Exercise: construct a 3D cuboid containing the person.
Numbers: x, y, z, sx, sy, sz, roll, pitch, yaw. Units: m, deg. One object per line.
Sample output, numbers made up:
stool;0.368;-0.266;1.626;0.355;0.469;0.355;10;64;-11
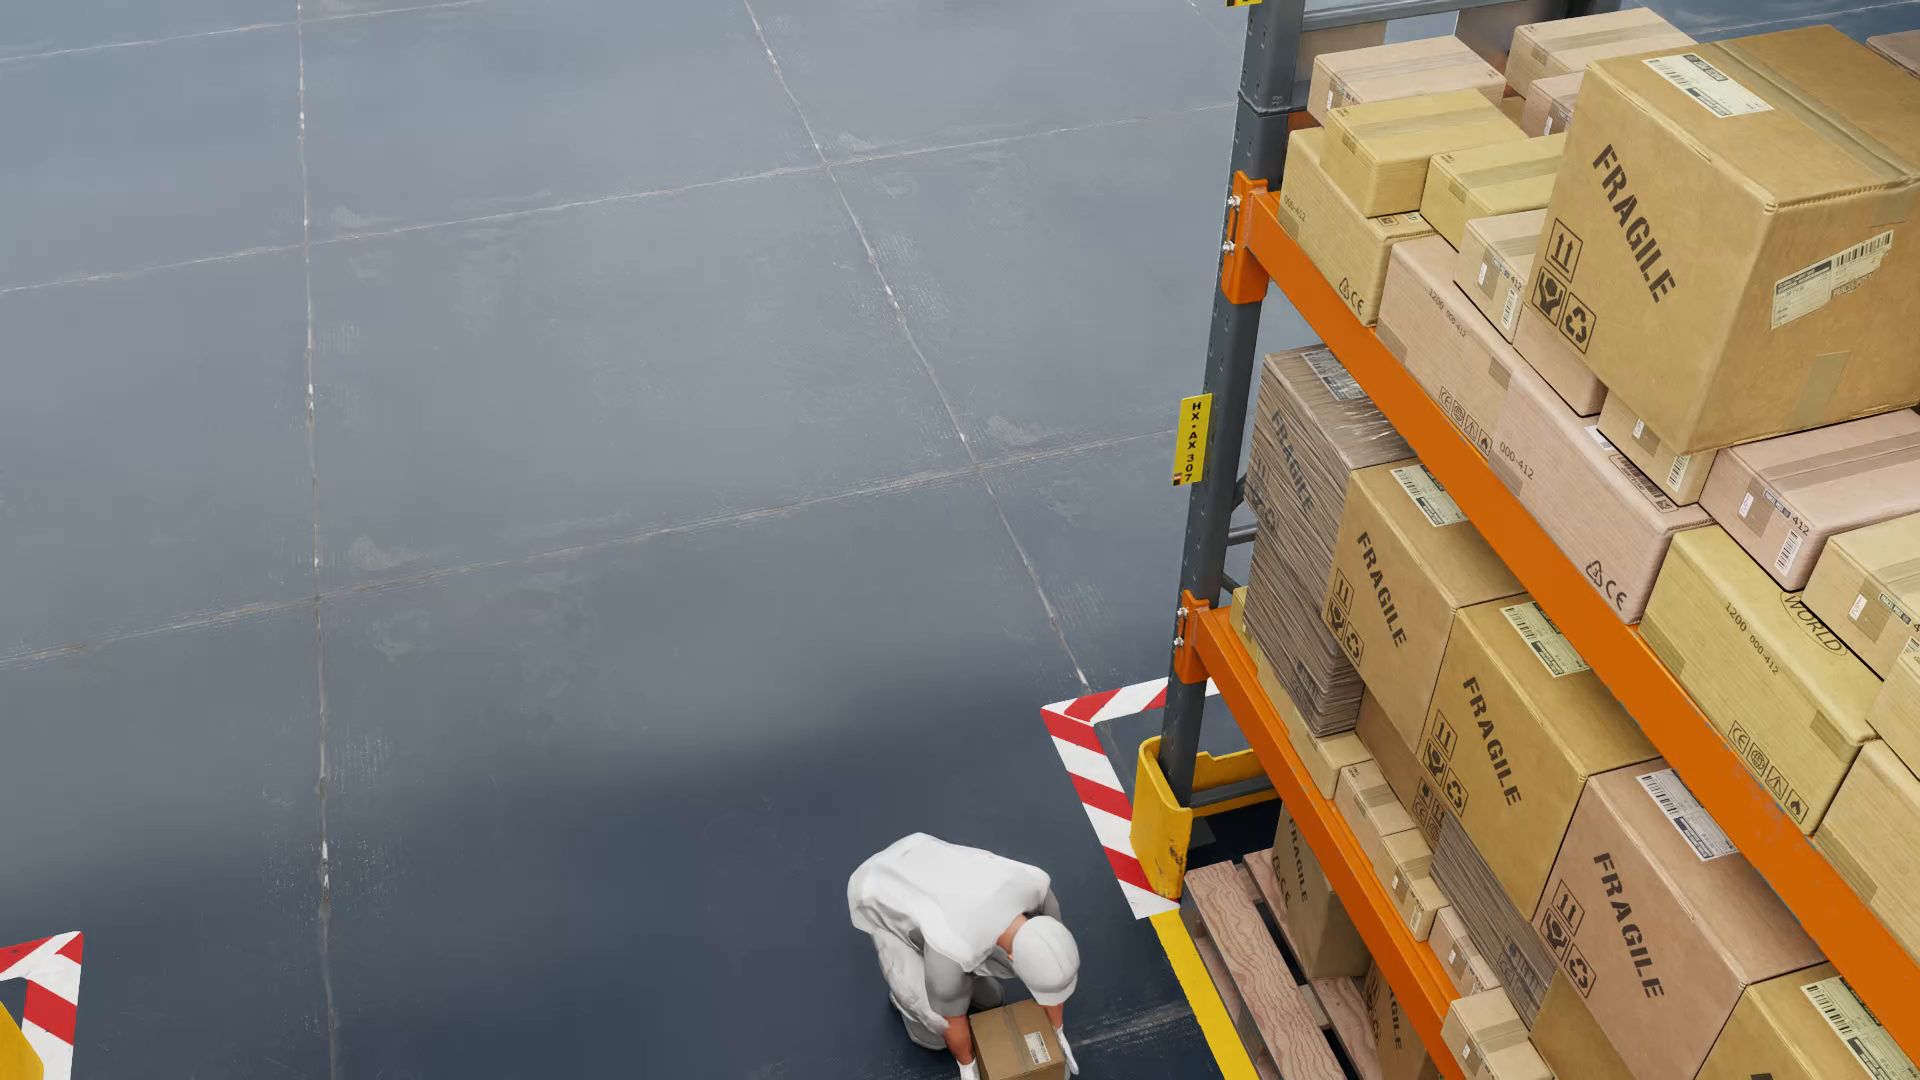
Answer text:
person;0.024;1.332;5.396;0.556;0.890;0.891;-26;48;-26
